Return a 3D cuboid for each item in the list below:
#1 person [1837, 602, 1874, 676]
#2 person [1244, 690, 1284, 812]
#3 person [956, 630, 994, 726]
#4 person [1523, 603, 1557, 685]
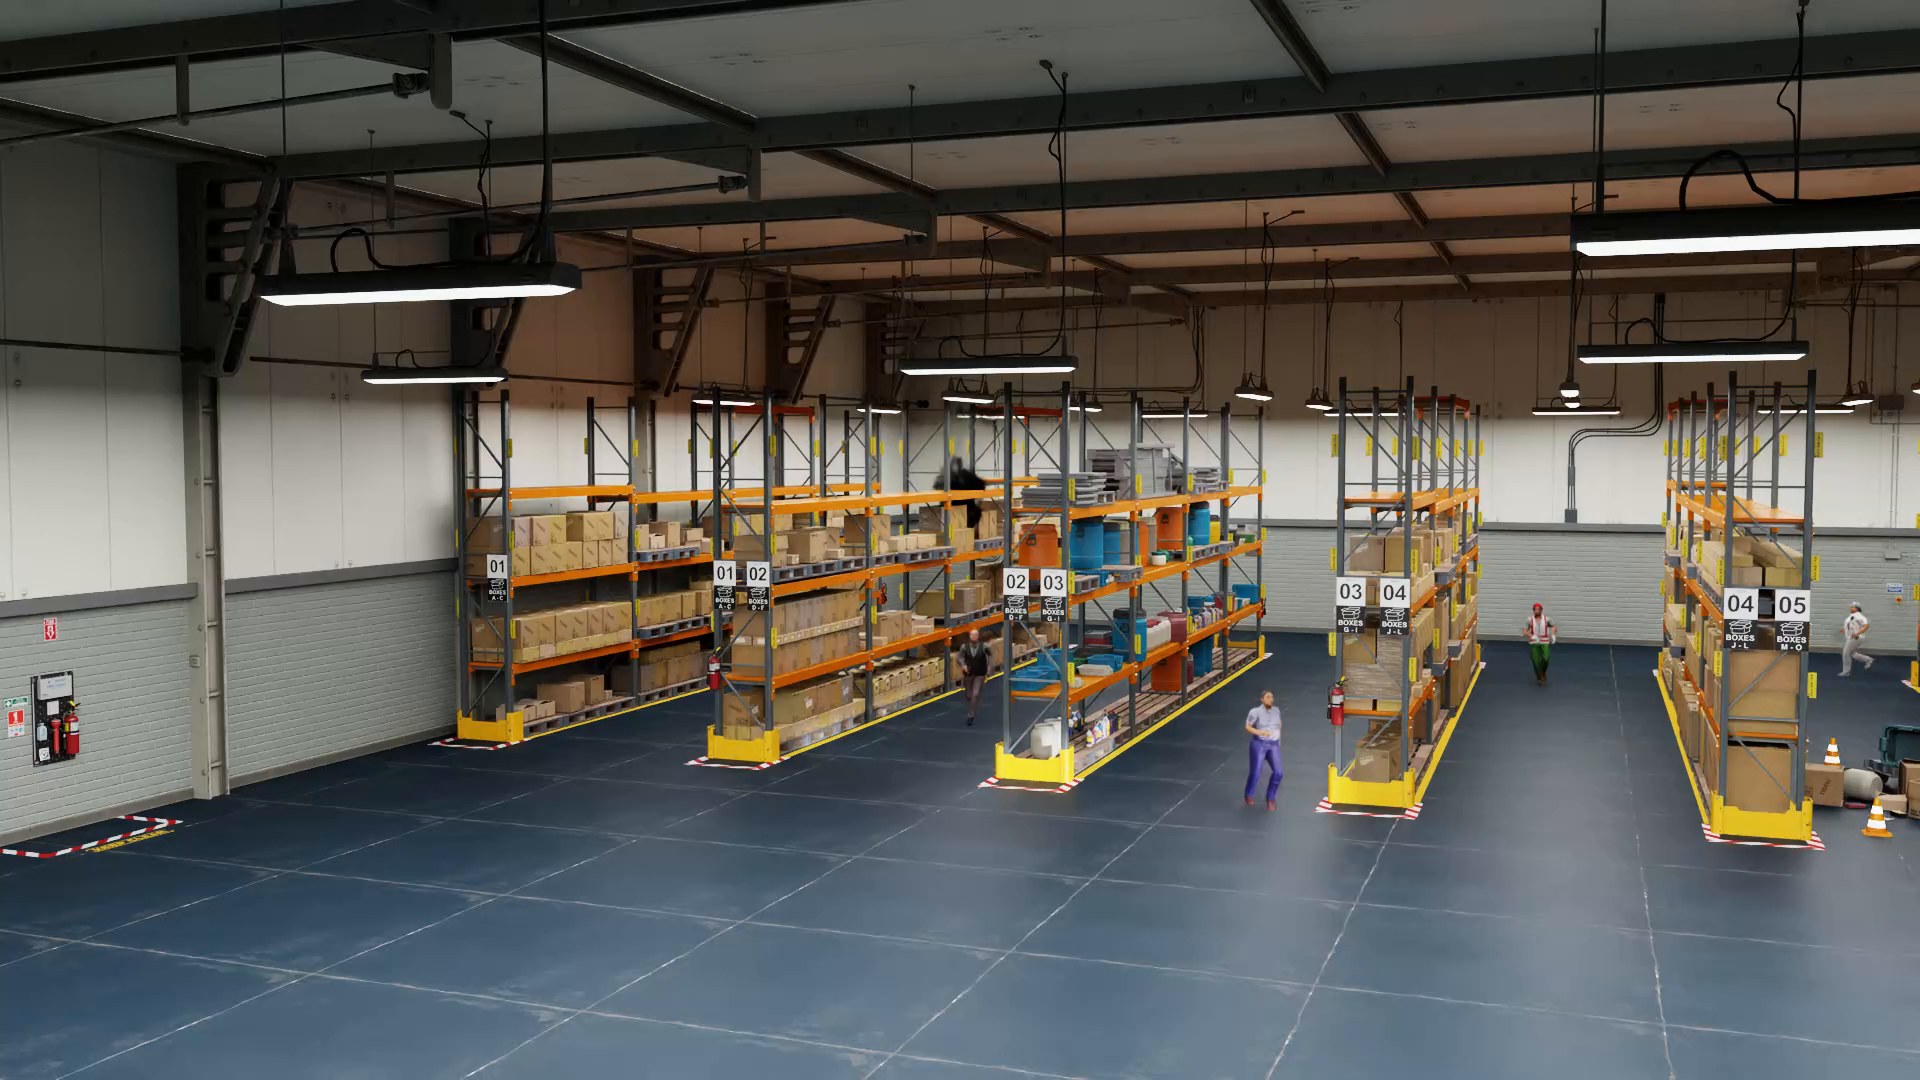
[{"bbox_3d":[19.730,2.185,36.586,0.769,1.655,0.607,1,3,11],"label":"person"},{"bbox_3d":[4.239,2.924,23.078,0.609,1.696,0.637,-1,3,-13],"label":"person"},{"bbox_3d":[0.269,2.483,30.404,0.683,1.714,0.945,0,3,8],"label":"person"},{"bbox_3d":[12.221,2.198,35.072,0.677,1.729,0.585,1,3,19],"label":"person"}]
